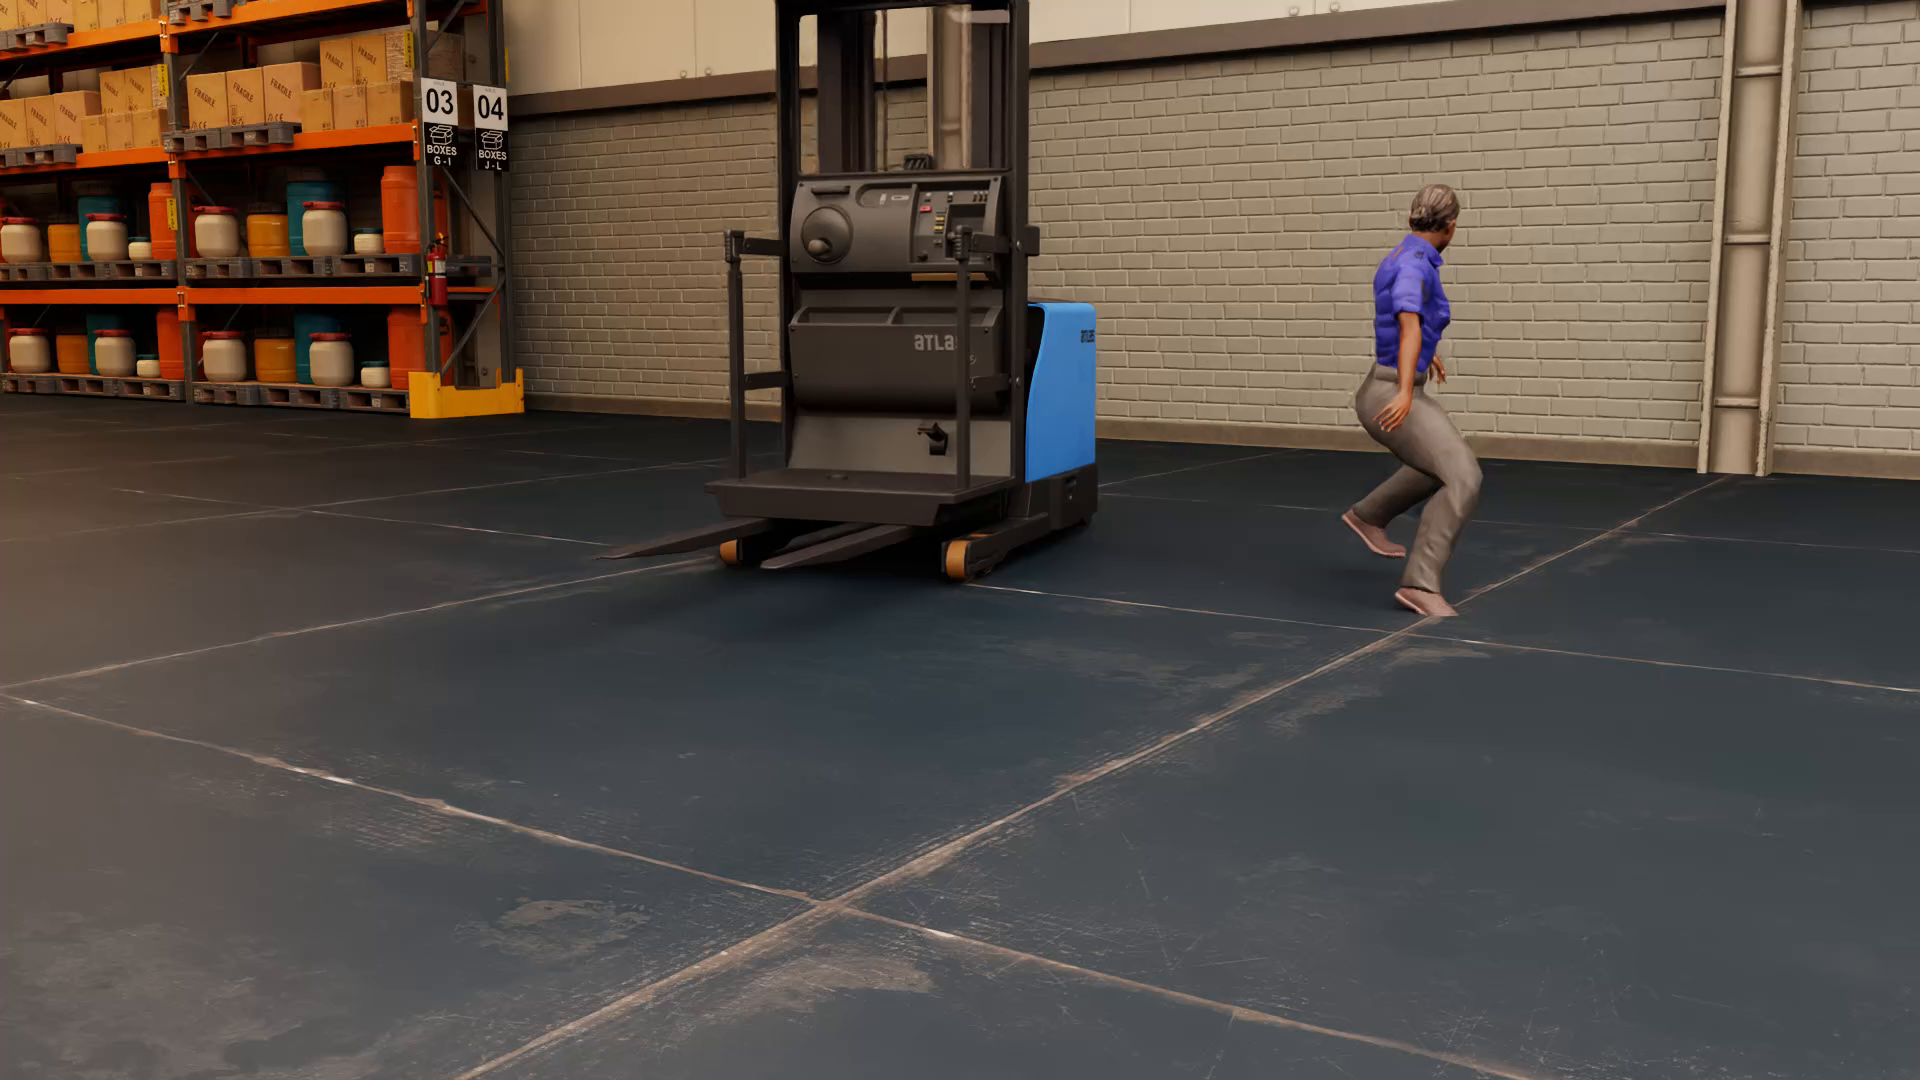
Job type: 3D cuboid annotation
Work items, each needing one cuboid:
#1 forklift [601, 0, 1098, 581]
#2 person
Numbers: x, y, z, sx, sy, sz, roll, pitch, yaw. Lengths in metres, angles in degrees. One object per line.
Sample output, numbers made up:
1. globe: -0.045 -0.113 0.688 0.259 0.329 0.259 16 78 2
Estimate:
1. forklift: -0.349 -1.355 6.724 1.130 2.935 3.031 3 9 21
2. person: 1.633 -0.499 6.012 0.480 1.555 1.079 2 8 13
